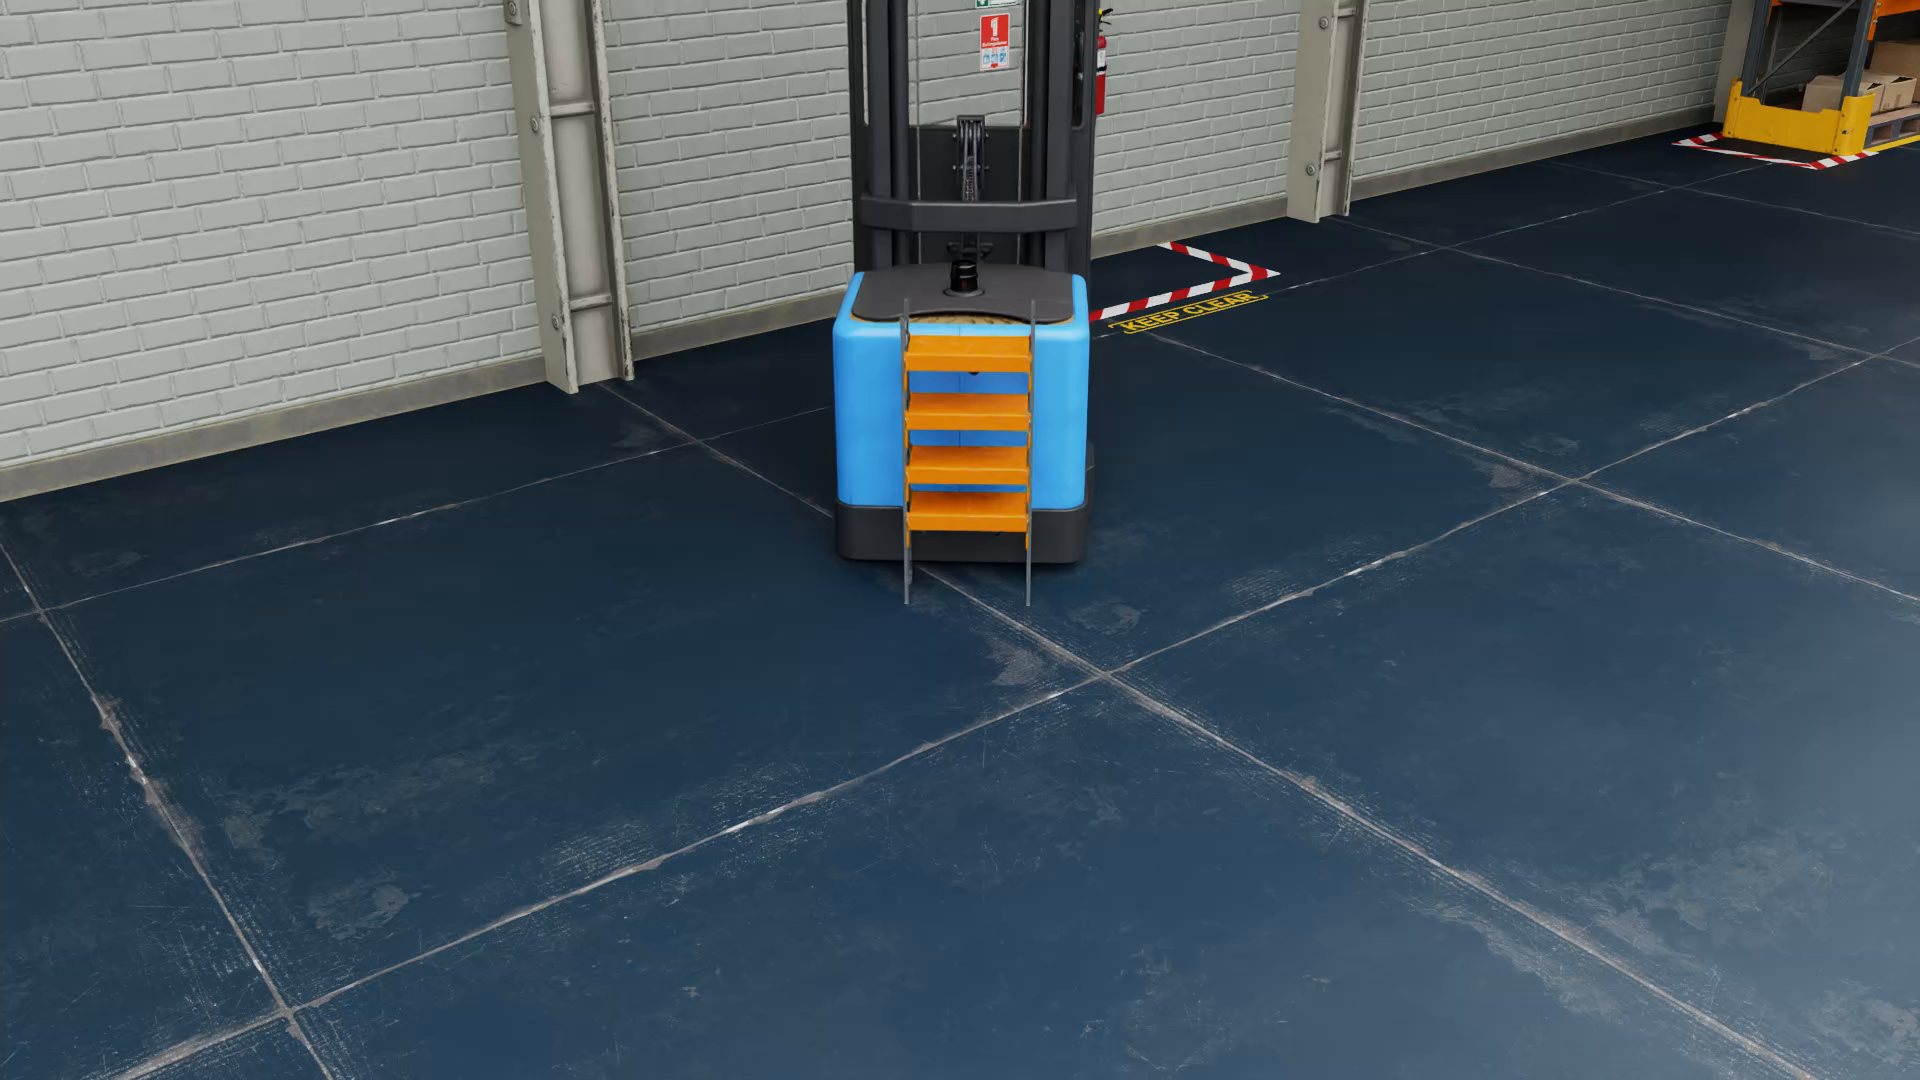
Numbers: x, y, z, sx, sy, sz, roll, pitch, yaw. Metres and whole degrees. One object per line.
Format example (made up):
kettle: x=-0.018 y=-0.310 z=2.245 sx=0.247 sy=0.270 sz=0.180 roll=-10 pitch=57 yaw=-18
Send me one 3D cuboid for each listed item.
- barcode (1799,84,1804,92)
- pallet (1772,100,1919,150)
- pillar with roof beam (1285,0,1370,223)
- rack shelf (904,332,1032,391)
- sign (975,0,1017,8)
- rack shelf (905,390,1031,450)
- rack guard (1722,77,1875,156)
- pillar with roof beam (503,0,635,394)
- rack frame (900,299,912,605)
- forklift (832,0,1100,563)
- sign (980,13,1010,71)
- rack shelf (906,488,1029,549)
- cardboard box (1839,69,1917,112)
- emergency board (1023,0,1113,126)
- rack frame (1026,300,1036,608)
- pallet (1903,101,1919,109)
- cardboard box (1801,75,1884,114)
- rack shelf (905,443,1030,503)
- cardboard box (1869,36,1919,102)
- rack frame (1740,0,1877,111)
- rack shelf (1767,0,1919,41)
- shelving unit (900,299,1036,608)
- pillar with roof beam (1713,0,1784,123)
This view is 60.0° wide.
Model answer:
barcode: x=7.754 y=-4.168 z=15.329 sx=0.075 sy=0.075 sz=0.001 roll=-18 pitch=31 yaw=-34
pallet: x=8.107 y=-3.851 z=15.298 sx=1.213 sy=0.211 sz=1.003 roll=-18 pitch=31 yaw=-34
pillar with roof beam: x=5.338 y=-5.102 z=7.554 sx=0.400 sy=9.000 sz=9.100 roll=-18 pitch=31 yaw=-34
rack shelf: x=0.033 y=-0.684 z=6.366 sx=0.480 sy=0.148 sz=0.258 roll=1 pitch=25 yaw=2
sign: x=0.224 y=-3.323 z=10.175 sx=0.331 sy=0.109 sz=0.001 roll=-18 pitch=31 yaw=-34
rack shelf: x=0.033 y=-0.470 z=6.465 sx=0.480 sy=0.148 sz=0.258 roll=1 pitch=25 yaw=2
rack guard: x=7.446 y=-3.783 z=14.808 sx=0.348 sy=0.500 sz=1.175 roll=-18 pitch=31 yaw=-34
pillar with roof beam: x=0.617 y=-3.544 z=4.196 sx=0.400 sy=9.000 sz=9.100 roll=-18 pitch=31 yaw=-34
rack frame: x=-0.211 y=-0.332 z=6.540 sx=0.015 sy=1.200 sz=0.240 roll=1 pitch=25 yaw=2
forklift: x=0.068 y=-1.812 z=7.672 sx=1.130 sy=2.935 sz=3.031 roll=1 pitch=25 yaw=2
sign: x=0.215 y=-3.084 z=10.291 sx=0.234 sy=0.329 sz=0.001 roll=-18 pitch=31 yaw=-34
rack shelf: x=0.033 y=-0.087 z=6.643 sx=0.480 sy=0.148 sz=0.258 roll=1 pitch=25 yaw=2
cardboard box: x=8.435 y=-4.175 z=15.355 sx=0.500 sy=0.311 sz=0.500 roll=-15 pitch=29 yaw=-30
emergency board: x=0.714 y=-3.178 z=10.534 sx=0.643 sy=1.169 sz=0.194 roll=-18 pitch=31 yaw=-34
rack frame: x=0.277 y=-0.324 z=6.523 sx=0.015 sy=1.200 sz=0.240 roll=1 pitch=25 yaw=2
pallet: x=9.067 y=-4.167 z=15.977 sx=1.213 sy=0.211 sz=1.003 roll=-18 pitch=31 yaw=-34
cardboard box: x=7.986 y=-4.027 z=15.035 sx=0.500 sy=0.311 sz=0.500 roll=-23 pitch=33 yaw=-40
rack shelf: x=0.033 y=-0.267 z=6.560 sx=0.480 sy=0.148 sz=0.258 roll=1 pitch=25 yaw=2
cardboard box: x=9.043 y=-4.435 z=15.690 sx=0.500 sy=0.500 sz=0.700 roll=-21 pitch=32 yaw=-37
rack frame: x=7.386 y=-4.897 z=14.239 sx=0.127 sy=3.000 sz=1.000 roll=-18 pitch=31 yaw=-34
rack shelf: x=8.960 y=-5.090 z=15.510 sx=4.000 sy=0.370 sz=1.077 roll=-18 pitch=31 yaw=-34
shelving unit: x=0.033 y=-0.328 z=6.531 sx=0.503 sy=1.200 sz=0.258 roll=1 pitch=25 yaw=2
pillar with roof beam: x=10.060 y=-6.661 z=10.912 sx=0.400 sy=9.000 sz=9.100 roll=-18 pitch=31 yaw=-34
